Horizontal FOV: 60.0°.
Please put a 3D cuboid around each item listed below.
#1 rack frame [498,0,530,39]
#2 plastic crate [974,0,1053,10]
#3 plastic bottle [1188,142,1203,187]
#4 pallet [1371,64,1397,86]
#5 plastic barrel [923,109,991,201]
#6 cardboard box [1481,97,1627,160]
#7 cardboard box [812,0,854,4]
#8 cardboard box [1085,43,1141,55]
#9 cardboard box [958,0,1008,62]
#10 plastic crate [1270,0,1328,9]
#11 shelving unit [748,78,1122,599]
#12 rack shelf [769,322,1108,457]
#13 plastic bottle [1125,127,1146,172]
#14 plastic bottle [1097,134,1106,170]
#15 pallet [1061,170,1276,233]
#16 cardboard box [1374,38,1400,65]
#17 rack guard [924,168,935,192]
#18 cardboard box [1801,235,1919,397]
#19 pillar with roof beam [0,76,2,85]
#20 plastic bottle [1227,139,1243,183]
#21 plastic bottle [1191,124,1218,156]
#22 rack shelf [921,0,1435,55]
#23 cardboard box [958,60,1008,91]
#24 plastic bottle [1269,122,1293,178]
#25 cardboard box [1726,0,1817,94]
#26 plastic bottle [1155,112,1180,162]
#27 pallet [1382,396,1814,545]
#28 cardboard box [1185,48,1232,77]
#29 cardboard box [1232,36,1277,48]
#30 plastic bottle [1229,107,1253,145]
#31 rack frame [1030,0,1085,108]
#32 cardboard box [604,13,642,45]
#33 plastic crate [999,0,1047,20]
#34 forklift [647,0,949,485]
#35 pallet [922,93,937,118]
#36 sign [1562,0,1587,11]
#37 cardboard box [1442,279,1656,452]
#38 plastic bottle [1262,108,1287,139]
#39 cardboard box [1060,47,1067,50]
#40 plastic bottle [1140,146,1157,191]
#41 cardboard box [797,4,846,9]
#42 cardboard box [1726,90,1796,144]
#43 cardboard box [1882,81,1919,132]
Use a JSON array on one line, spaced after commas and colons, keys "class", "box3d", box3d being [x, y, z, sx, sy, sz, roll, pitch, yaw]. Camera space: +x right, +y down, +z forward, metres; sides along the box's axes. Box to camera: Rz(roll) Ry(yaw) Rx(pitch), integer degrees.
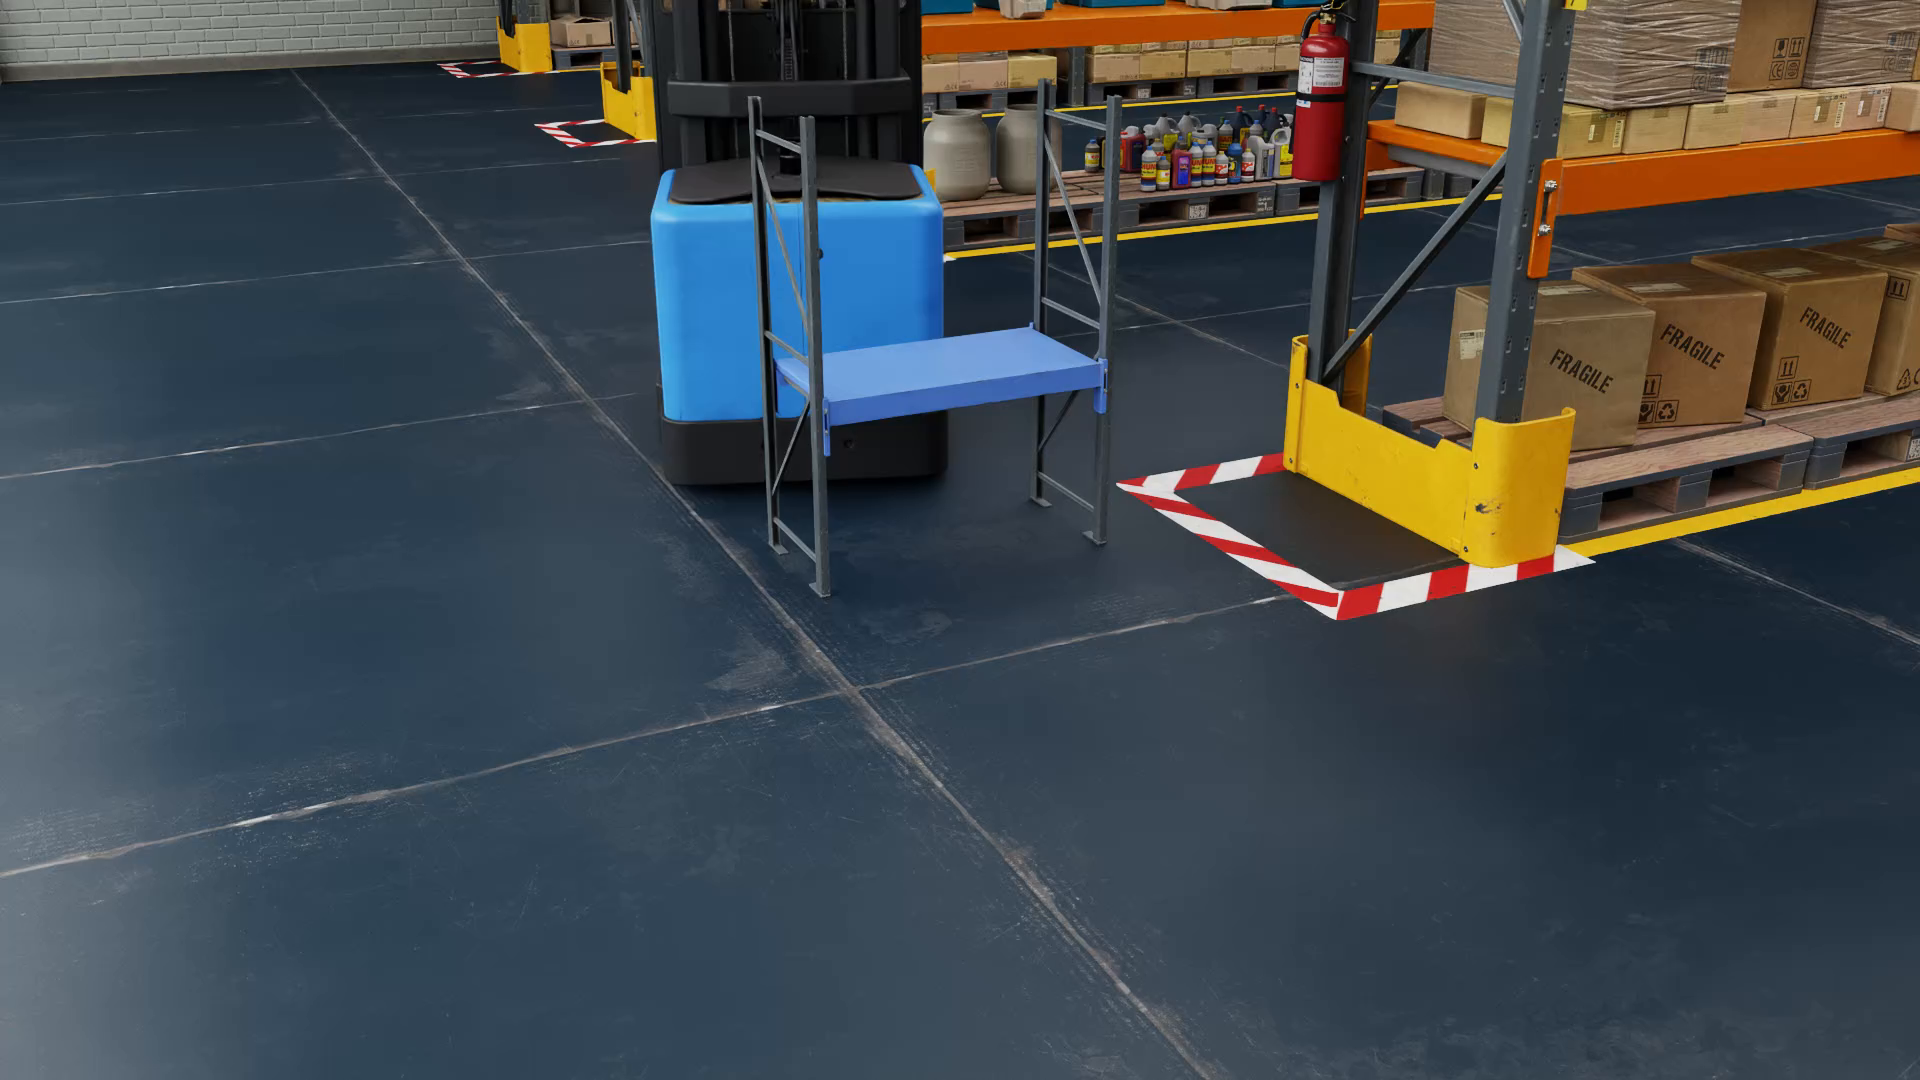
[{"class": "rack frame", "box3d": [-4.875, -6.622, 17.826, 0.127, 3.000, 1.000, -10, 25, -24]}, {"class": "plastic crate", "box3d": [0.331, -3.431, 10.312, 0.408, 0.251, 0.499, -10, 25, -24]}, {"class": "plastic bottle", "box3d": [1.500, -2.401, 10.620, 0.097, 0.271, 0.097, 0, 22, 0]}, {"class": "pallet", "box3d": [3.727, -4.831, 17.145, 1.213, 0.211, 1.003, -10, 25, -24]}, {"class": "plastic barrel", "box3d": [-0.018, -2.388, 10.301, 0.421, 0.512, 0.421, 0, 22, 0]}, {"class": "cardboard box", "box3d": [1.930, -1.350, 5.418, 0.250, 0.149, 0.380, -10, 25, -24]}, {"class": "cardboard box", "box3d": [-1.023, -4.631, 15.081, 0.500, 0.500, 0.500, -10, 25, -24]}, {"class": "cardboard box", "box3d": [1.362, -4.745, 15.603, 0.500, 0.311, 0.500, -10, 25, -23]}, {"class": "cardboard box", "box3d": [0.103, -4.618, 15.050, 0.500, 0.500, 0.500, -10, 25, -24]}, {"class": "plastic crate", "box3d": [2.147, -3.526, 10.540, 0.616, 0.251, 0.499, -10, 25, -24]}, {"class": "shelving unit", "box3d": [-0.077, -0.679, 5.429, 1.048, 1.500, 0.538, -10, 25, -24]}, {"class": "rack shelf", "box3d": [-0.077, -0.513, 5.498, 1.000, 0.185, 0.538, -10, 25, -24]}, {"class": "plastic bottle", "box3d": [1.172, -2.608, 11.104, 0.133, 0.283, 0.061, -10, 25, -24]}, {"class": "plastic bottle", "box3d": [0.984, -2.638, 11.177, 0.133, 0.283, 0.061, -10, 24, -22]}, {"class": "pallet", "box3d": [1.302, -2.282, 10.988, 1.213, 0.211, 1.003, -10, 25, -24]}, {"class": "cardboard box", "box3d": [4.117, -4.995, 16.941, 0.500, 0.250, 0.500, -10, 24, -22]}, {"class": "rack guard", "box3d": [-0.530, -2.082, 10.126, 0.348, 0.500, 1.175, -10, 25, -24]}, {"class": "cardboard box", "box3d": [3.758, -0.924, 6.778, 0.500, 0.500, 0.500, -13, 26, -28]}, {"class": "pillar with roof beam", "box3d": [-8.158, -7.330, 11.691, 0.400, 9.000, 9.100, -10, 25, -24]}, {"class": "plastic bottle", "box3d": [1.772, -2.451, 10.742, 0.097, 0.271, 0.097, 0, 22, 0]}, {"class": "plastic bottle", "box3d": [1.653, -2.677, 11.281, 0.135, 0.276, 0.152, -10, 25, -24]}, {"class": "rack shelf", "box3d": [1.224, -3.207, 10.517, 4.000, 0.370, 1.077, -10, 25, -24]}, {"class": "cardboard box", "box3d": [0.103, -4.271, 15.192, 0.500, 0.250, 0.500, -10, 25, -24]}, {"class": "plastic bottle", "box3d": [2.107, -2.559, 10.899, 0.185, 0.351, 0.144, -11, 25, -24]}, {"class": "cardboard box", "box3d": [2.476, -1.891, 5.876, 0.500, 0.500, 0.875, -10, 25, -24]}, {"class": "plastic bottle", "box3d": [1.398, -2.727, 11.305, 0.185, 0.351, 0.144, -9, 24, -21]}, {"class": "pallet", "box3d": [2.386, -0.348, 6.315, 1.213, 0.211, 1.003, -10, 25, -24]}, {"class": "cardboard box", "box3d": [2.279, -4.656, 16.121, 0.500, 0.250, 0.500, -11, 25, -25]}, {"class": "cardboard box", "box3d": [2.746, -5.000, 16.220, 0.500, 0.311, 0.500, -10, 24, -22]}, {"class": "plastic bottle", "box3d": [1.949, -2.829, 11.550, 0.185, 0.351, 0.144, -12, 25, -26]}, {"class": "rack frame", "box3d": [0.881, -5.579, 15.307, 0.127, 3.000, 1.000, -10, 25, -24]}, {"class": "cardboard box", "box3d": [-3.699, -5.762, 18.687, 0.500, 0.311, 0.500, -8, 24, -19]}, {"class": "plastic crate", "box3d": [0.368, -3.124, 9.719, 0.250, 0.136, 0.298, -10, 25, -24]}, {"class": "forklift", "box3d": [-0.727, -2.080, 6.942, 1.130, 2.935, 3.031, -3, 23, -6]}, {"class": "pallet", "box3d": [-0.954, -3.970, 15.064, 1.213, 0.211, 1.003, -10, 25, -24]}, {"class": "sign", "box3d": [1.805, -1.714, 4.837, 0.005, 0.325, 0.100, -10, 25, -24]}, {"class": "cardboard box", "box3d": [2.140, -0.638, 6.089, 0.500, 0.500, 0.500, -6, 23, -14]}, {"class": "plastic bottle", "box3d": [2.181, -2.810, 11.506, 0.185, 0.351, 0.144, -10, 25, -24]}, {"class": "cardboard box", "box3d": [1.122, -4.928, 16.046, 0.500, 0.311, 0.500, -10, 25, -24]}, {"class": "plastic bottle", "box3d": [1.191, -2.344, 10.483, 0.097, 0.271, 0.097, 0, 22, 0]}, {"class": "cardboard box", "box3d": [-1.249, -4.369, 14.449, 0.500, 0.500, 0.500, -10, 25, -24]}, {"class": "cardboard box", "box3d": [2.612, -1.470, 5.708, 0.250, 0.149, 0.380, -10, 25, -24]}, {"class": "cardboard box", "box3d": [3.324, -1.566, 5.939, 0.250, 0.149, 0.380, -10, 25, -24]}]
